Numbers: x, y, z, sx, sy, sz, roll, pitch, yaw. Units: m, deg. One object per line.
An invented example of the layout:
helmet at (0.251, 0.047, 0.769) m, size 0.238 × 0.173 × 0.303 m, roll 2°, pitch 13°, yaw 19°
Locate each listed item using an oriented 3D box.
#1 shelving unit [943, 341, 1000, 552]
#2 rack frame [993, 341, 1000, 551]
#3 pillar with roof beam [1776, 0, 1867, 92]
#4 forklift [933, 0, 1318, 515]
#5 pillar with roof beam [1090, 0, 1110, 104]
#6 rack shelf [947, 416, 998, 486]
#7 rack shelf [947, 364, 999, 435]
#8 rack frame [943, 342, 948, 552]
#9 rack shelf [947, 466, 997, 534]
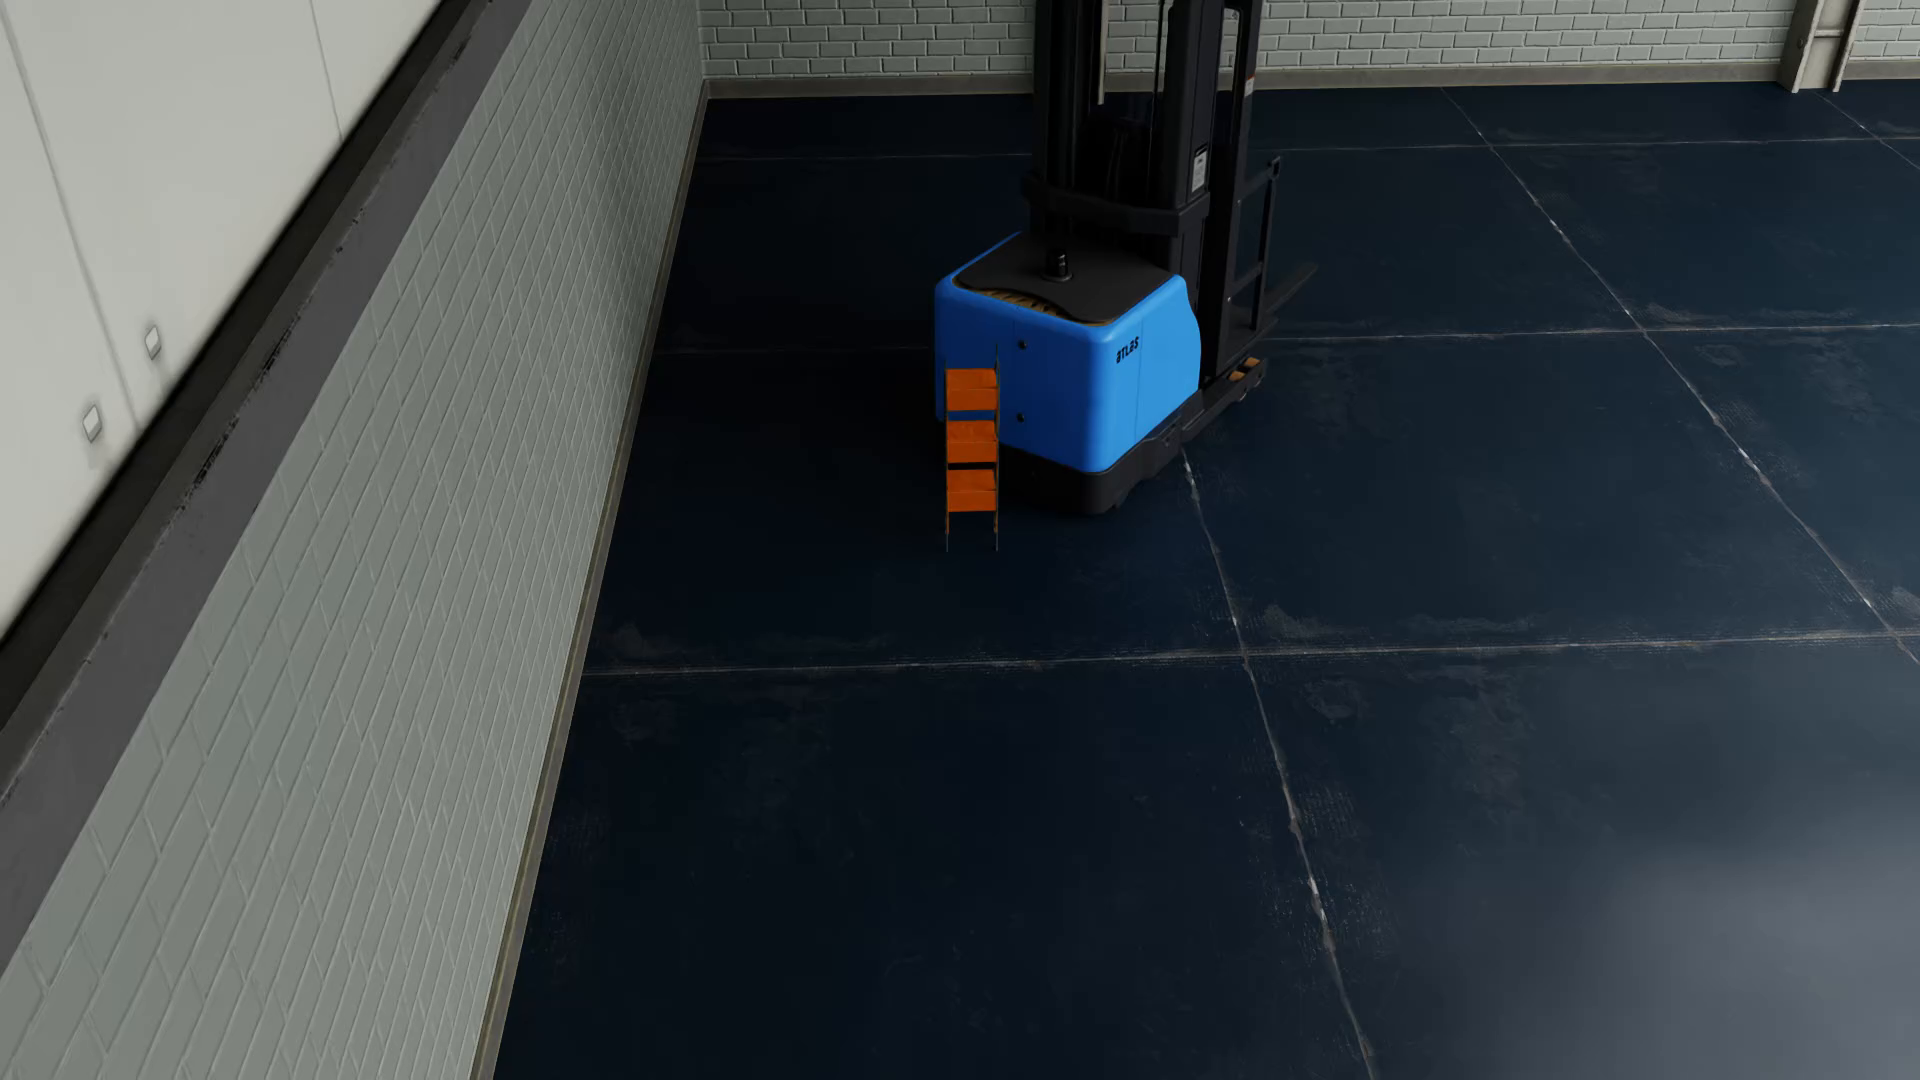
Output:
shelving unit at (0.053, -0.433, 7.953) m, size 0.252 × 1.050 × 0.215 m, roll -2°, pitch 35°, yaw -2°
rack frame at (0.175, -0.436, 7.958) m, size 0.008 × 1.050 × 0.200 m, roll -2°, pitch 35°, yaw -2°
pillar with roof beam at (7.144, -4.980, 7.539) m, size 0.400 × 9.000 × 9.100 m, roll -2°, pitch 35°, yaw -2°
forklift at (1.100, -2.129, 8.750) m, size 1.130 × 2.935 × 3.031 m, roll 21°, pitch 40°, yaw 27°
pillar with roof beam at (1.150, -4.819, 7.305) m, size 0.400 × 9.000 × 9.100 m, roll -2°, pitch 35°, yaw -2°
rack shelf at (0.053, -0.424, 7.959) m, size 0.240 × 0.259 × 0.215 m, roll -2°, pitch 35°, yaw -2°
rack shelf at (0.053, -0.658, 7.798) m, size 0.240 × 0.259 × 0.215 m, roll -2°, pitch 35°, yaw -2°
rack frame at (-0.068, -0.430, 7.949) m, size 0.008 × 1.050 × 0.200 m, roll -2°, pitch 35°, yaw -2°
rack shelf at (0.053, -0.196, 8.117) m, size 0.240 × 0.259 × 0.215 m, roll -2°, pitch 35°, yaw -2°
